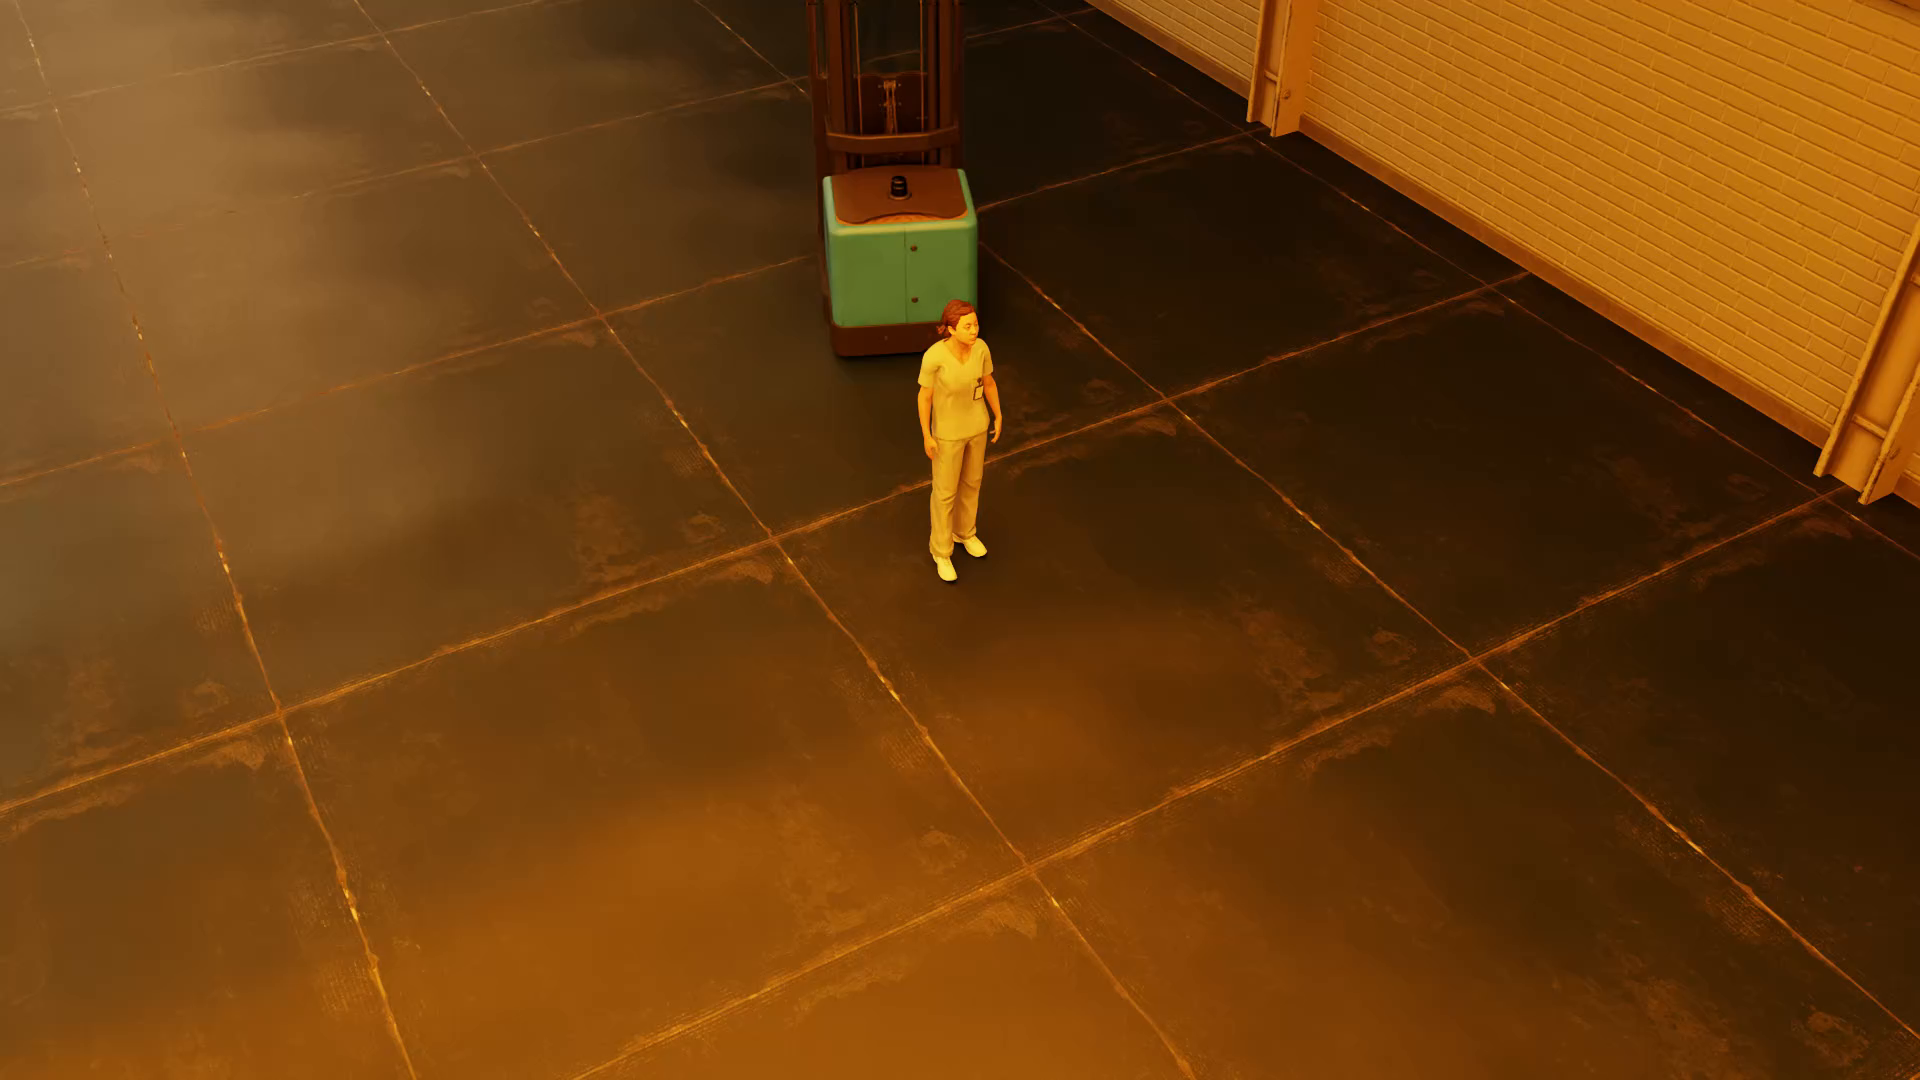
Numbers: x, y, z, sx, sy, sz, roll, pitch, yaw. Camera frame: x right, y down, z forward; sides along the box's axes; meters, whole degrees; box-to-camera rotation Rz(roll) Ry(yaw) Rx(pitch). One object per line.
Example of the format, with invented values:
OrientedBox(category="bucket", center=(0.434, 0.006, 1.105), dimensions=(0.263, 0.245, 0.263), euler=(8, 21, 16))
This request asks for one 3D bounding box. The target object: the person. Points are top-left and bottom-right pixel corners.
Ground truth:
OrientedBox(category="person", center=(0.025, -0.606, 9.738), dimensions=(0.549, 1.675, 0.549), euler=(-20, 44, -23))

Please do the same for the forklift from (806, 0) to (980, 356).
OrientedBox(category="forklift", center=(-0.552, -3.365, 12.094), dimensions=(1.130, 2.935, 3.031), euler=(-4, 40, -5))
